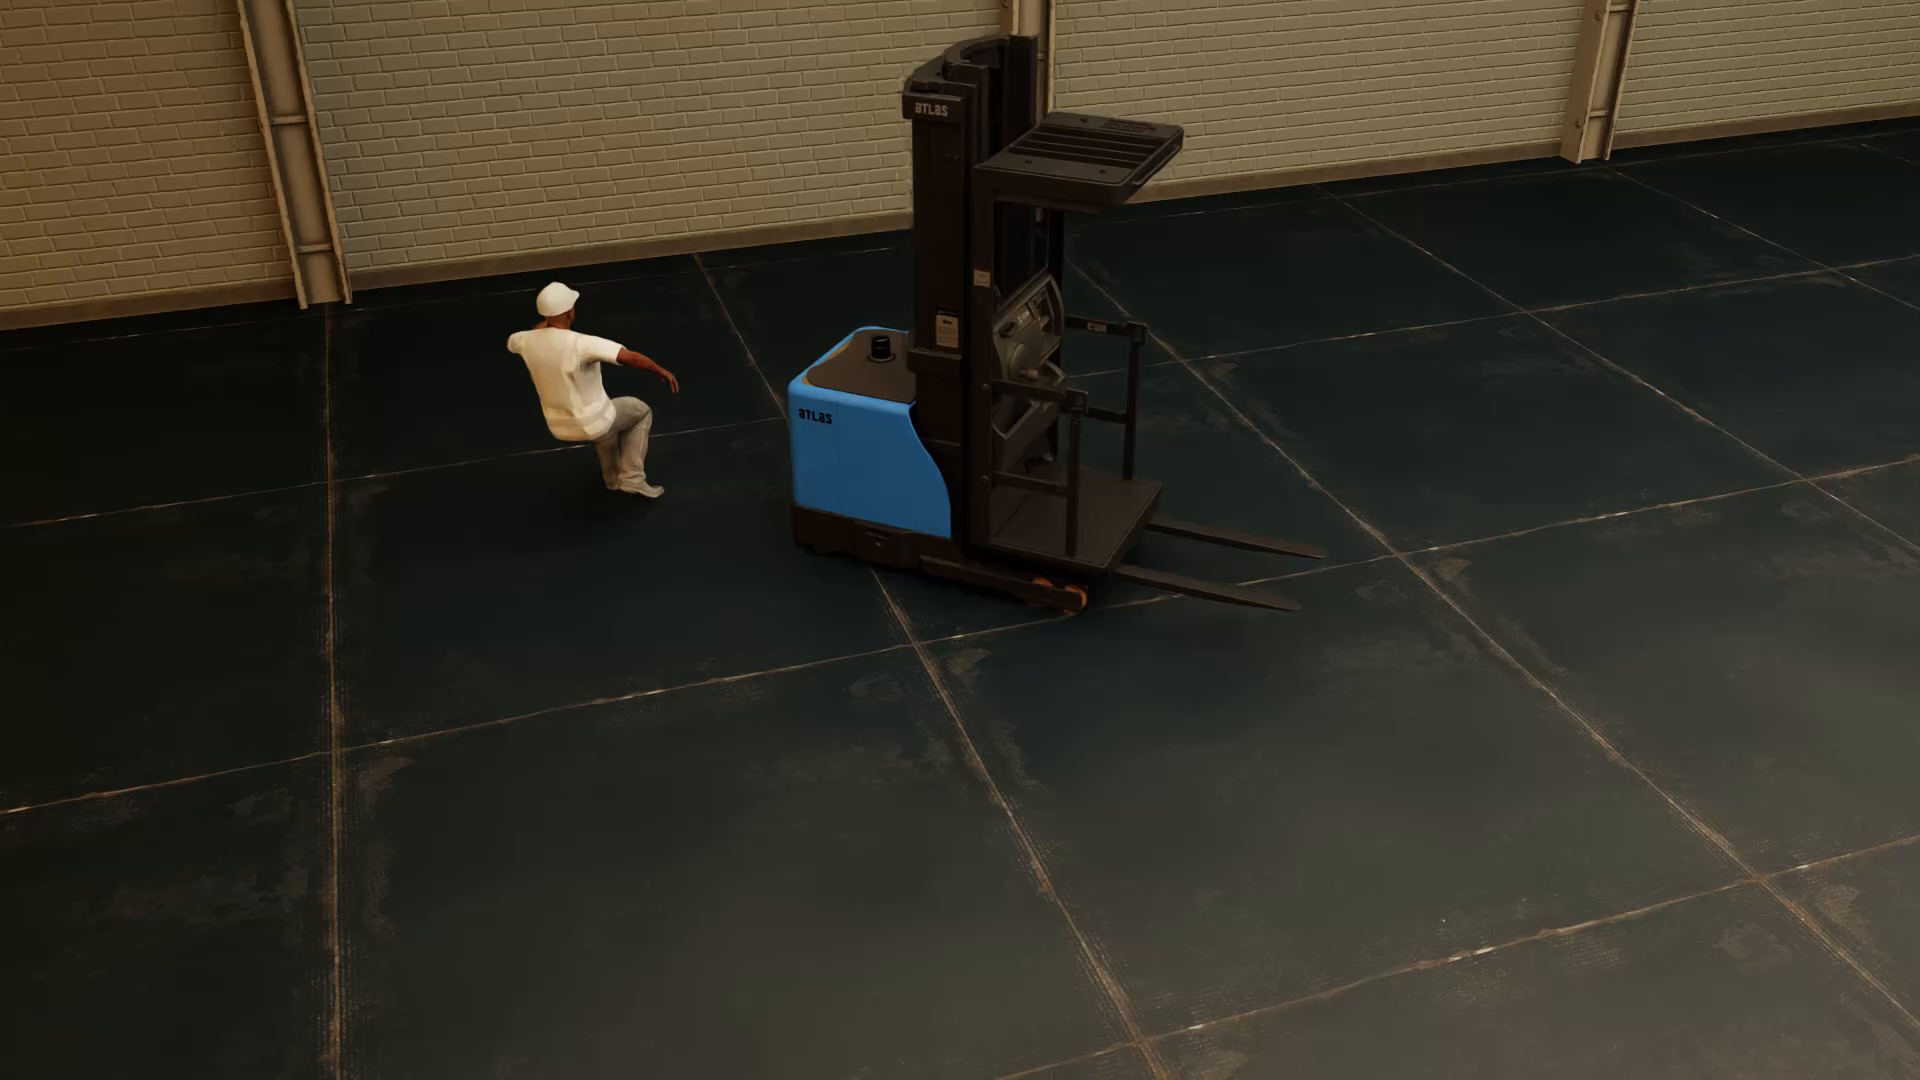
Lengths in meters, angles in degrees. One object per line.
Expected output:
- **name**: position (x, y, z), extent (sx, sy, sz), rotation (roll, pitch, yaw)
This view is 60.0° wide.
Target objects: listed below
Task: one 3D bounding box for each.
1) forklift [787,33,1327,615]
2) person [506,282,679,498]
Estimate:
- **forklift**: position (0.564, -1.152, 9.089), extent (3.031, 2.935, 1.130), rotation (12, 32, 20)
- **person**: position (-2.164, -0.893, 10.055), extent (1.125, 1.533, 0.873), rotation (9, 31, 15)
